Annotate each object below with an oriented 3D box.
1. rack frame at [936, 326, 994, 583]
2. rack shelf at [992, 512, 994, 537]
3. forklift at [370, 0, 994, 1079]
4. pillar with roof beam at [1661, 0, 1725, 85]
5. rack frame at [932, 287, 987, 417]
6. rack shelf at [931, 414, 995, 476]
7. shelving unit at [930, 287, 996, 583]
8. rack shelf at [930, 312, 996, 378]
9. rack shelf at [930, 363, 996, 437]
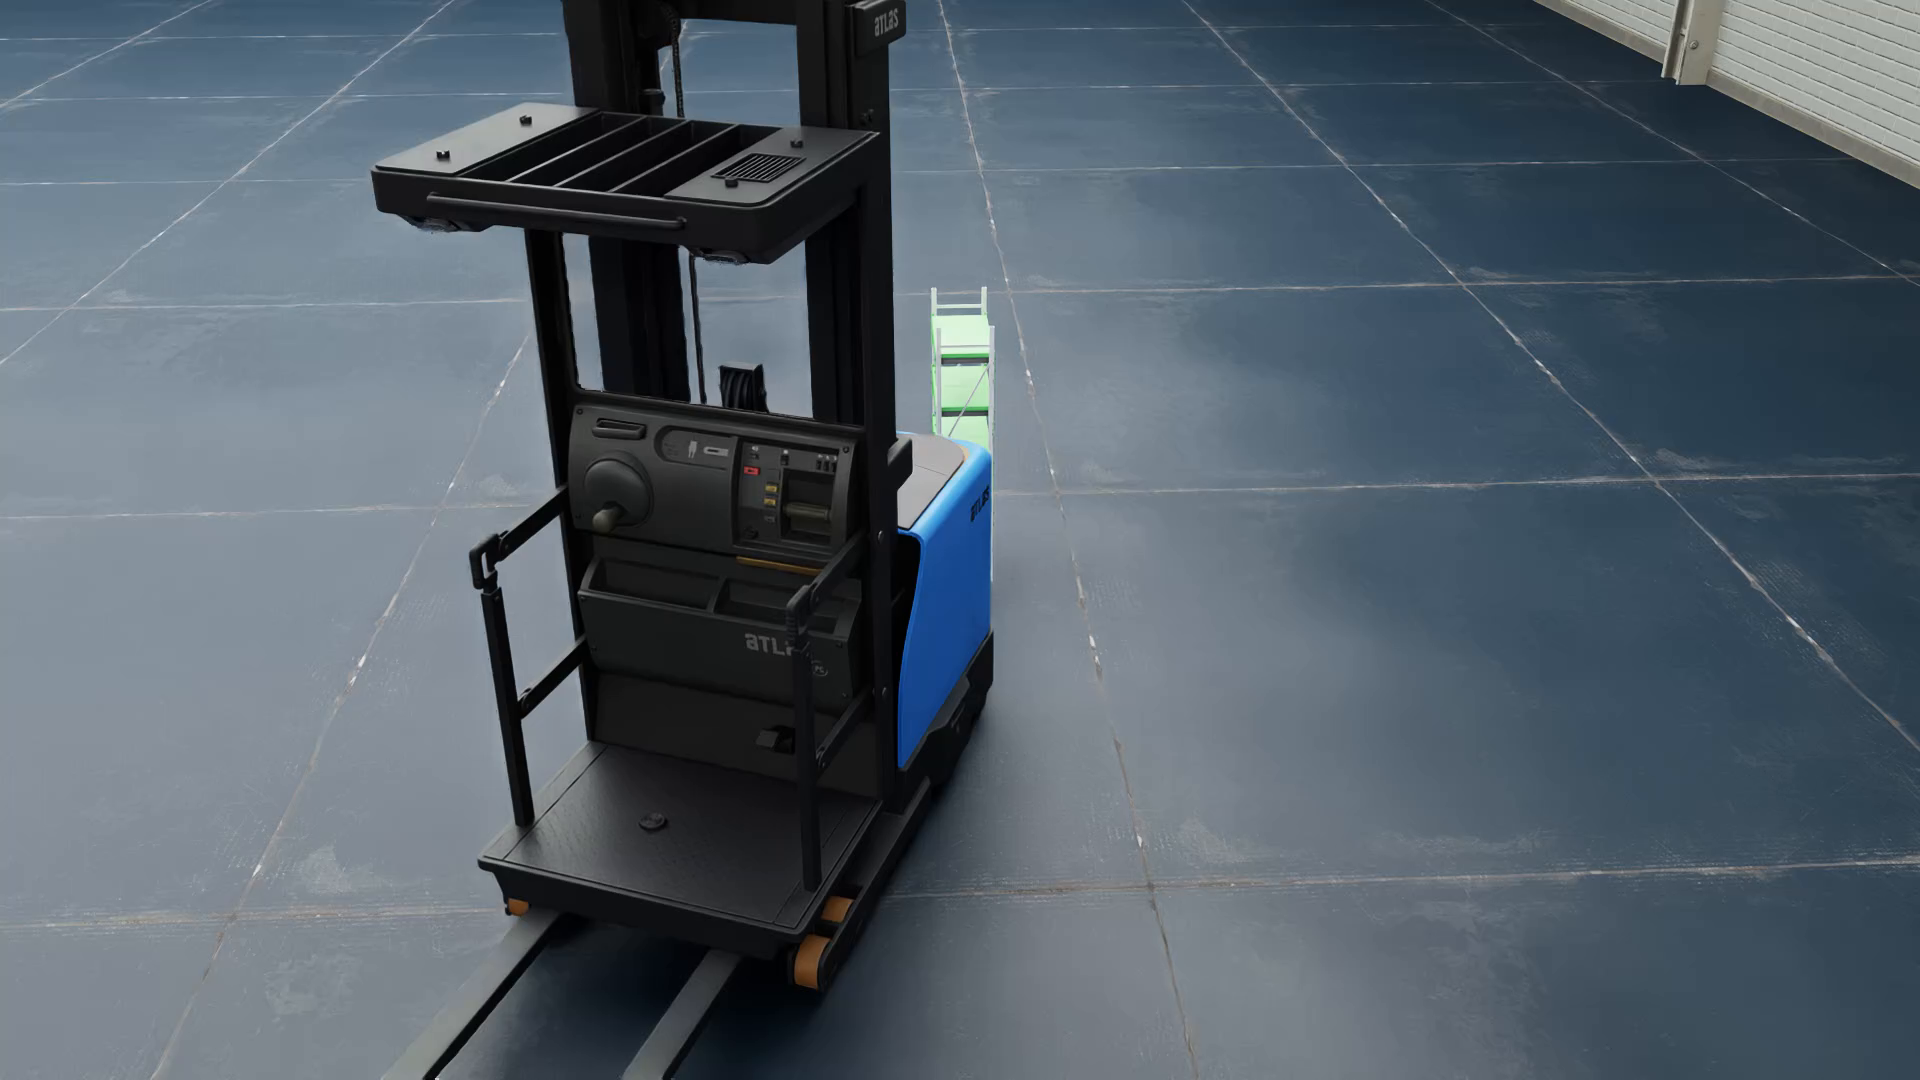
[{"bbox_3d":[0.021,-0.343,7.110,0.240,1.200,0.015,-1,28,-3],"label":"rack frame"},{"bbox_3d":[0.009,-0.186,7.466,0.258,0.148,0.480,-1,28,-3],"label":"rack shelf"},{"bbox_3d":[-0.824,-0.132,4.834,1.130,2.935,3.031,9,29,17],"label":"forklift"},{"bbox_3d":[2.885,-8.444,14.210,9.100,9.000,0.400,-1,28,-3],"label":"pillar with roof beam"},{"bbox_3d":[-0.004,-0.568,7.542,0.240,1.200,0.015,-1,28,-3],"label":"rack frame"},{"bbox_3d":[0.009,-0.399,7.356,0.258,0.148,0.480,-1,28,-3],"label":"rack shelf"},{"bbox_3d":[0.009,-0.456,7.326,0.258,1.200,0.503,-1,28,-3],"label":"shelving unit"},{"bbox_3d":[0.009,-0.824,7.134,0.258,0.148,0.480,-1,28,-3],"label":"rack shelf"},{"bbox_3d":[0.009,-0.612,7.245,0.258,0.148,0.480,-1,28,-3],"label":"rack shelf"}]
